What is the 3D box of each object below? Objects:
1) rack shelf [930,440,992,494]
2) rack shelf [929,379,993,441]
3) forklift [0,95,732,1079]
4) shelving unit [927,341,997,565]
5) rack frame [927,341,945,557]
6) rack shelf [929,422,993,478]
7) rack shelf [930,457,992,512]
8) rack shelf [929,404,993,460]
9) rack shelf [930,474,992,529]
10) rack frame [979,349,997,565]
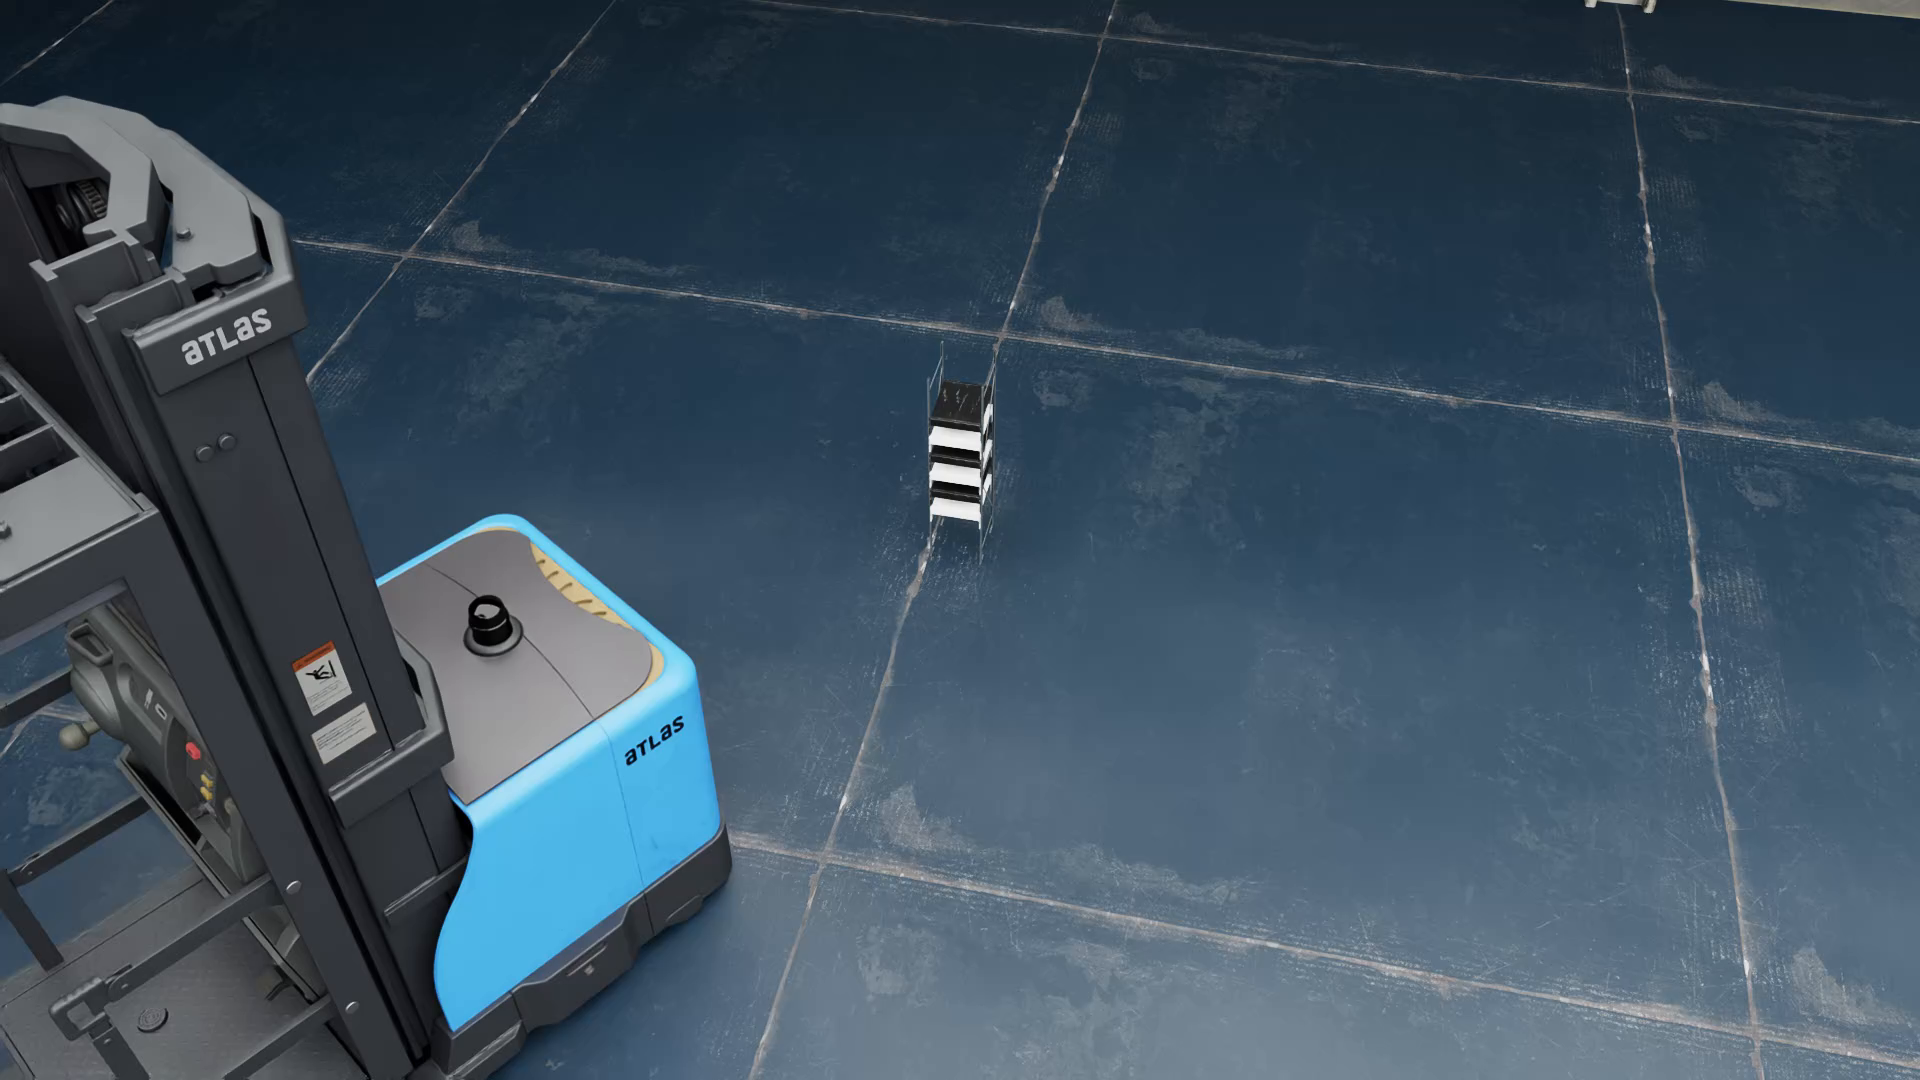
[{"bbox_3d":[0.008,-0.299,6.460,0.200,0.077,0.258,9,45,9],"label":"rack shelf"},{"bbox_3d":[0.008,-0.493,6.273,0.200,0.077,0.258,9,45,9],"label":"rack shelf"},{"bbox_3d":[-2.152,0.568,4.046,1.130,2.935,3.031,35,54,31],"label":"forklift"},{"bbox_3d":[0.008,-0.323,6.437,0.210,0.900,0.258,9,45,9],"label":"shelving unit"},{"bbox_3d":[-0.091,-0.338,6.453,0.006,0.900,0.240,9,45,9],"label":"rack frame"},{"bbox_3d":[0.008,-0.364,6.397,0.200,0.077,0.258,9,45,9],"label":"rack shelf"},{"bbox_3d":[0.008,-0.234,6.522,0.200,0.077,0.258,9,45,9],"label":"rack shelf"},{"bbox_3d":[0.008,-0.429,6.335,0.200,0.077,0.258,9,45,9],"label":"rack shelf"},{"bbox_3d":[0.008,-0.169,6.585,0.200,0.077,0.258,9,45,9],"label":"rack shelf"},{"bbox_3d":[0.107,-0.308,6.421,0.006,0.900,0.240,9,45,9],"label":"rack frame"}]
